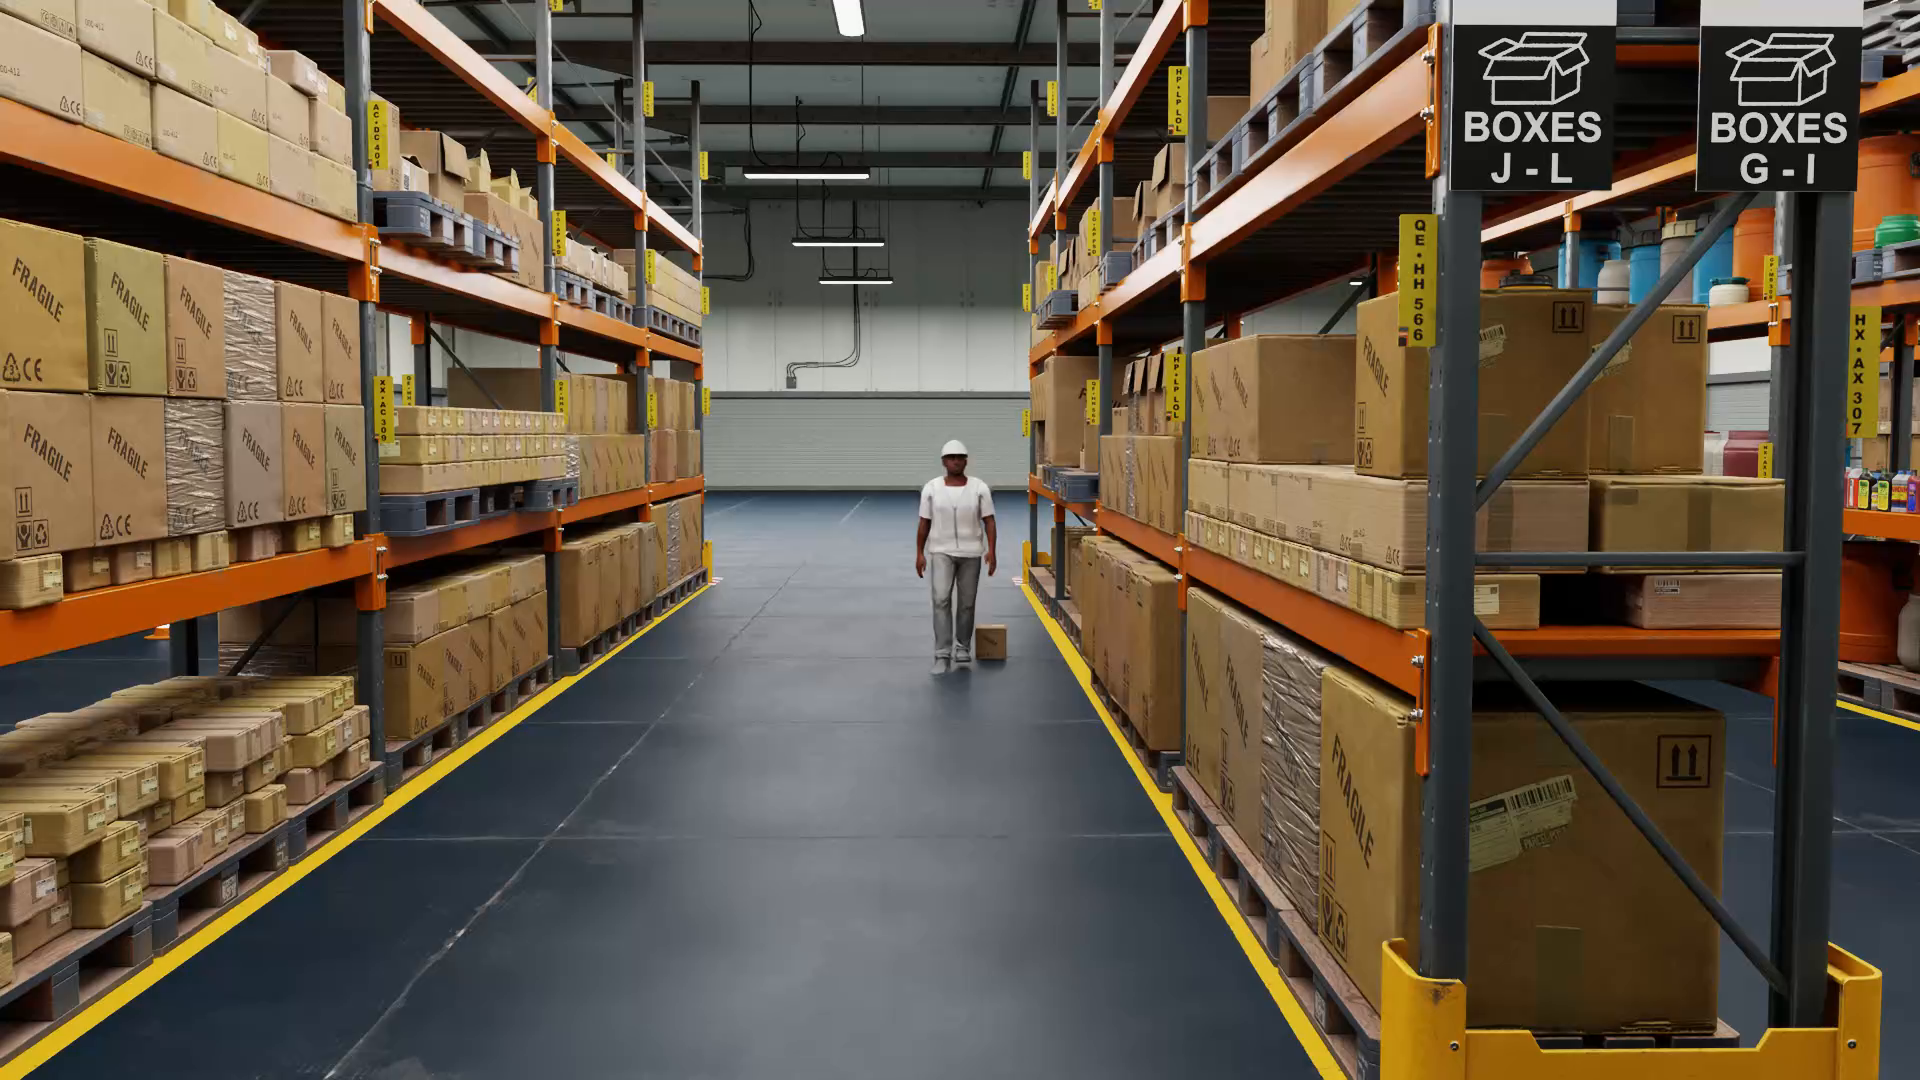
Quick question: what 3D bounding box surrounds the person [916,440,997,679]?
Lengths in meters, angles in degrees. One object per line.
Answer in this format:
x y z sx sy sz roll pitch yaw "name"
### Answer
-0.021 0.118 12.632 0.611 1.751 0.887 0 4 -4 "person"
